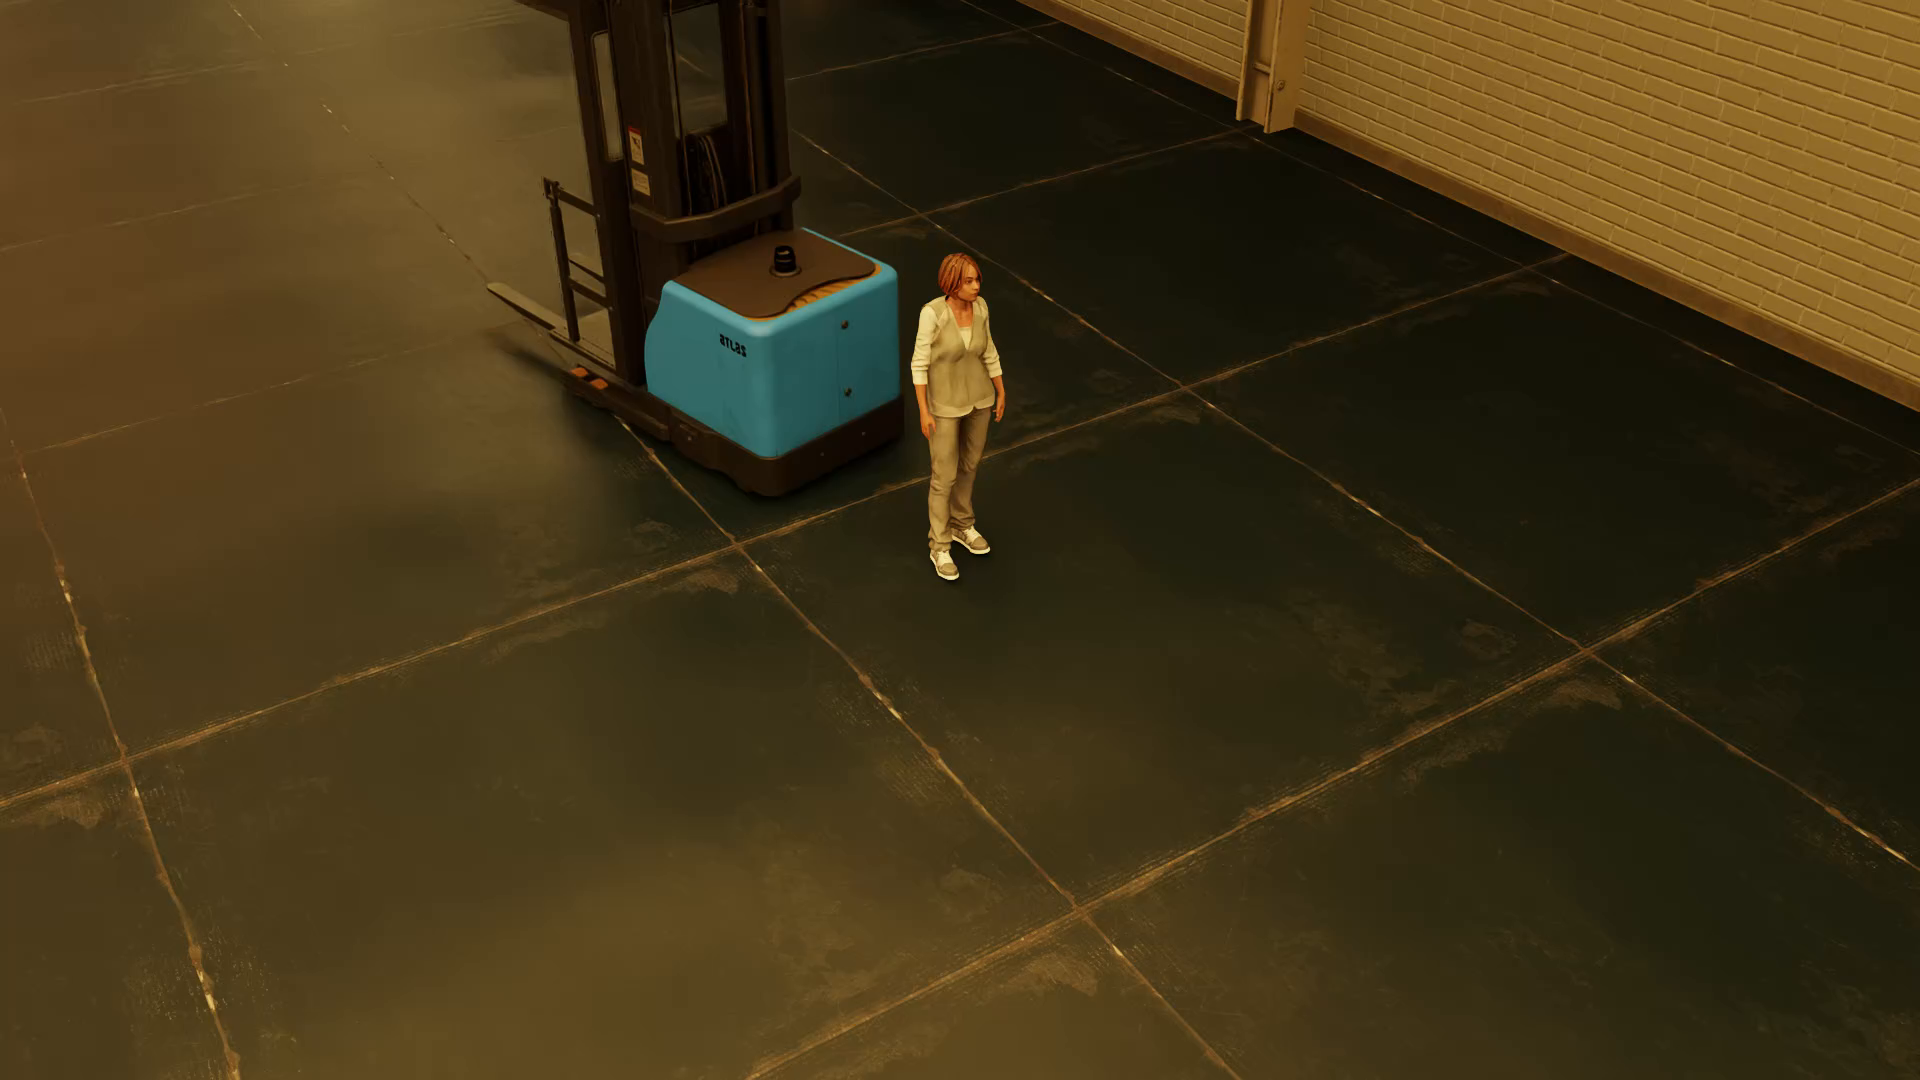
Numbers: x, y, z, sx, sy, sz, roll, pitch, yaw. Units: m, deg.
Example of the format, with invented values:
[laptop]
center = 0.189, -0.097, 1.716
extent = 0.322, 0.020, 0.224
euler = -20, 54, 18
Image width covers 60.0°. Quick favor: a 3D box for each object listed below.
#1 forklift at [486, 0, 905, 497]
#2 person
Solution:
[forklift]
center = -1.719, -2.171, 9.237
extent = 3.031, 2.935, 1.130
euler = 29, 45, 35
[person]
center = 0.028, -0.620, 8.177
extent = 0.520, 1.597, 0.475
euler = -21, 40, -27
